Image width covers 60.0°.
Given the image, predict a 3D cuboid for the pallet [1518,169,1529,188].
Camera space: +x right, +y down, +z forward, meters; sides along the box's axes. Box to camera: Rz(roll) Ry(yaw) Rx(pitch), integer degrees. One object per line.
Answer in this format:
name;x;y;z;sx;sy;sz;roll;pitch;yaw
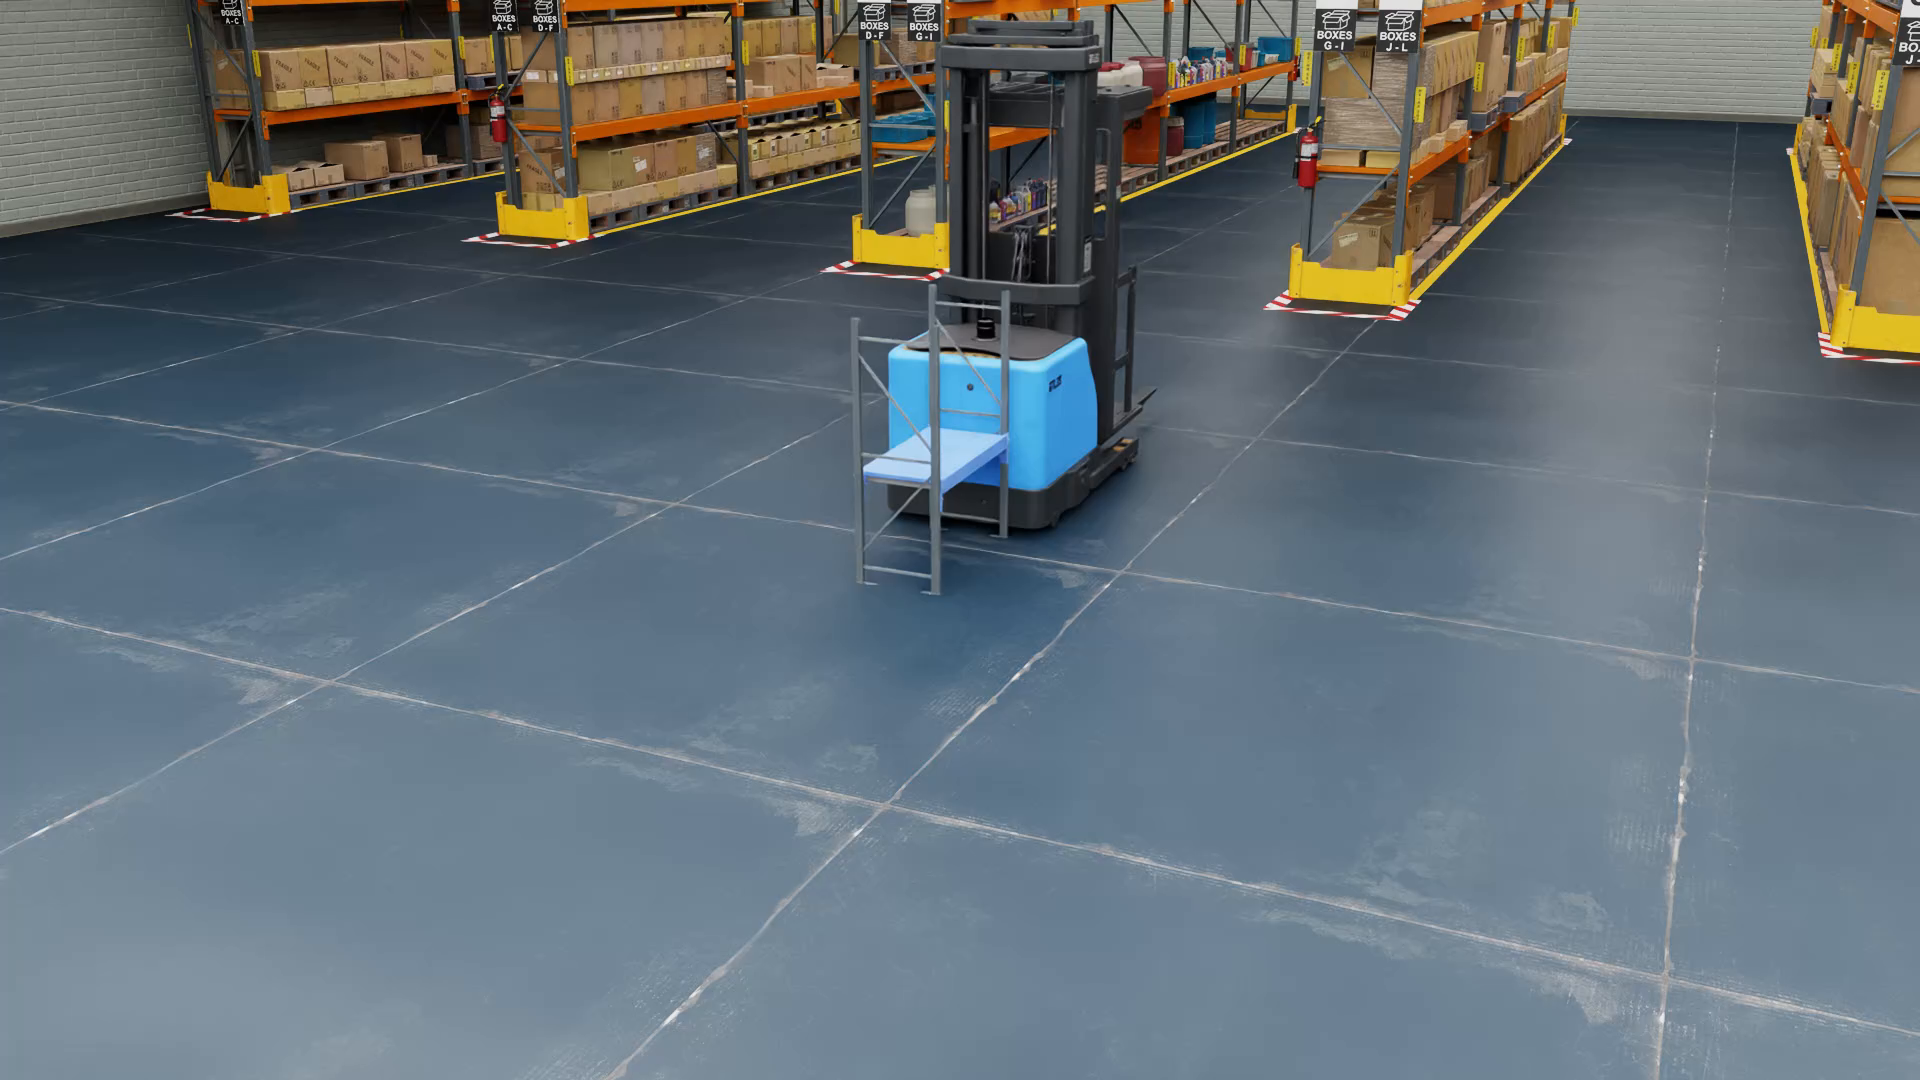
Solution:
pallet;8.069;-5.568;25.310;1.003;0.211;1.213;9;21;23

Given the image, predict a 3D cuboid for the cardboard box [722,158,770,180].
cardboard box;-3.107;-5.409;24.178;0.500;0.250;0.500;8;21;21

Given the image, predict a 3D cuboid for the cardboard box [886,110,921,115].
cardboard box;-0.993;-7.083;28.482;0.500;0.500;0.500;8;21;22

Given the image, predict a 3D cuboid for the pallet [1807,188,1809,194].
pallet;12.482;-4.865;23.332;1.003;0.211;1.213;9;21;23

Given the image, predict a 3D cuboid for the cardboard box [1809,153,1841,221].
cardboard box;10.974;-4.265;20.214;1.050;0.750;0.750;9;21;24

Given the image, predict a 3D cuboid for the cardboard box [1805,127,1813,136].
cardboard box;13.673;-6.479;26.451;0.380;0.149;0.250;8;21;21

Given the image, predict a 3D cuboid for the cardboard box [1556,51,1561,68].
cardboard box;9.870;-8.140;28.160;0.500;0.250;0.500;9;21;23

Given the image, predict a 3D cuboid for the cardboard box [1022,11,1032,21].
cardboard box;1.071;-10.116;32.296;0.500;0.500;0.500;9;22;24

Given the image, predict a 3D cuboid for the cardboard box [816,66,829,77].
cardboard box;-2.403;-7.351;26.296;0.500;0.311;0.500;8;21;22

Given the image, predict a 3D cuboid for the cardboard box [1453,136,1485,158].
cardboard box;6.721;-5.290;22.322;0.500;0.250;0.500;11;22;29

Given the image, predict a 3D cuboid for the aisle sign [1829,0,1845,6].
aisle sign;14.692;-9.302;27.769;0.394;0.787;0.004;9;21;23

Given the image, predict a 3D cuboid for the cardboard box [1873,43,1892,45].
cardboard box;10.844;-5.482;19.266;0.700;0.500;0.500;8;21;22

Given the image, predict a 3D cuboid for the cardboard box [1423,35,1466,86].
cardboard box;5.196;-5.234;18.125;0.500;0.500;0.500;9;21;23

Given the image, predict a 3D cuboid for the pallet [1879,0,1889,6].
pallet;9.176;-5.097;15.479;1.003;0.211;1.213;9;21;23

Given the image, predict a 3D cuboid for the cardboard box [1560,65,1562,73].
cardboard box;10.190;-8.140;28.757;0.380;0.149;0.250;8;21;21

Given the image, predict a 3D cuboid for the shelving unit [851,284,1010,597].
shelving unit;-0.144;-0.590;9.390;0.538;1.500;1.048;8;21;21

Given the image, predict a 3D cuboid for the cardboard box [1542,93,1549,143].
cardboard box;9.158;-6.890;27.410;0.875;0.875;0.875;9;21;23

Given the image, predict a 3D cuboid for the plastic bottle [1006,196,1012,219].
plastic bottle;0.590;-4.082;20.386;0.097;0.271;0.097;0;20;0

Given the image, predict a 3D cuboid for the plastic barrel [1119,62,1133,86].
plastic barrel;2.259;-6.539;23.713;0.421;0.512;0.421;0;20;0

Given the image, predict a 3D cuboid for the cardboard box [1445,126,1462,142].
cardboard box;5.450;-4.597;18.794;0.380;0.149;0.250;9;21;23

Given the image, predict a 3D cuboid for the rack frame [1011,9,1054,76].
rack frame;1.416;-10.086;33.852;1.000;3.000;0.127;9;21;23

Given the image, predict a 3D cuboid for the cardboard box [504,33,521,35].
cardboard box;-7.054;-8.044;27.305;0.700;0.500;0.500;9;21;23

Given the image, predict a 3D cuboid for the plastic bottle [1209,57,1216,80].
plastic bottle;4.142;-7.776;27.432;0.144;0.351;0.185;9;21;23

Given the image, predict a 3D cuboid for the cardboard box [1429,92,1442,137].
cardboard box;4.705;-4.653;17.983;0.875;0.500;0.500;9;21;23

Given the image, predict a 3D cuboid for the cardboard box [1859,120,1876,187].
cardboard box;8.700;-3.484;15.065;0.875;0.550;0.550;9;21;23

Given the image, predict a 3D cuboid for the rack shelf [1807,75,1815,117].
rack shelf;14.117;-7.063;26.427;1.077;0.370;4.000;9;21;23

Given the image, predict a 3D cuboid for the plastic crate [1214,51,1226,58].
plastic crate;4.870;-8.830;30.480;0.416;0.233;0.300;9;21;23

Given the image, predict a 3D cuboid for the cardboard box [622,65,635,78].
cardboard box;-4.357;-5.953;21.115;0.380;0.149;0.250;8;21;21

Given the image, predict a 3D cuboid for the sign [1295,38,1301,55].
sign;6.442;-9.411;31.712;0.100;0.325;0.005;9;21;23

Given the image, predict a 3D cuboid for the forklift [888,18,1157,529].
forklift;0.588;-1.903;10.945;1.130;2.935;3.031;8;21;21

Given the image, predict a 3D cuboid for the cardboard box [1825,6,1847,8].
cardboard box;14.309;-8.416;27.072;0.500;0.500;0.500;9;22;24

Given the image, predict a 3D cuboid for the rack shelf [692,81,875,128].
rack shelf;-2.679;-6.690;25.376;1.077;0.370;4.000;9;21;23

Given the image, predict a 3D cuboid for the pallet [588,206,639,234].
pallet;-4.861;-4.120;21.239;1.003;0.211;1.213;9;21;23

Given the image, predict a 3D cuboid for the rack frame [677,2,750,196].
rack frame;-3.498;-6.417;23.537;1.000;3.000;0.127;9;21;23

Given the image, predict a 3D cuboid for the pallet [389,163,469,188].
pallet;-8.261;-5.572;25.321;1.003;0.211;1.213;9;21;23

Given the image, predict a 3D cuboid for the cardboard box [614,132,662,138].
cardboard box;-4.383;-5.268;22.664;0.500;0.500;0.500;9;21;23

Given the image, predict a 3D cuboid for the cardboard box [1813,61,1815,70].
cardboard box;12.717;-6.953;24.348;0.380;0.149;0.250;9;21;24

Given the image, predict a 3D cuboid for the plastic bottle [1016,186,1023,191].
plastic bottle;0.795;-4.378;21.211;0.152;0.276;0.135;9;21;23

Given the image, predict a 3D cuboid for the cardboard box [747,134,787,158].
cardboard box;-2.892;-5.828;24.520;0.500;0.311;0.500;8;21;22

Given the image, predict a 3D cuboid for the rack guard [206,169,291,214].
rack guard;-9.626;-4.719;22.491;1.175;0.500;0.348;9;21;23

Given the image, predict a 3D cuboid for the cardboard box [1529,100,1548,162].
cardboard box;8.570;-6.501;26.316;1.225;0.875;0.875;9;21;23

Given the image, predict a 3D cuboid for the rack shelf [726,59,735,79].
rack shelf;-5.562;-8.591;30.723;1.077;0.370;4.000;9;21;23

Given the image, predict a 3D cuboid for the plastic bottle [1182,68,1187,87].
plastic bottle;3.510;-7.239;26.021;0.061;0.283;0.133;9;21;23

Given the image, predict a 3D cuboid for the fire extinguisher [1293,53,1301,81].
fire extinguisher;6.410;-9.176;31.967;0.296;0.674;0.183;9;21;23

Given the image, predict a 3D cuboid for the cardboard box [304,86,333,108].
cardboard box;-8.968;-6.078;22.777;0.500;0.250;0.500;8;21;21

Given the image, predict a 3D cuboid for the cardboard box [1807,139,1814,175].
cardboard box;12.753;-5.622;24.403;0.500;0.500;0.500;9;22;25

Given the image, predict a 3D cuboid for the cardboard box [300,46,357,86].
cardboard box;-8.758;-6.577;23.060;0.500;0.500;0.500;8;21;21

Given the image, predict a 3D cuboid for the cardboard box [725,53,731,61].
cardboard box;-4.623;-9.290;31.960;0.380;0.149;0.250;9;21;23

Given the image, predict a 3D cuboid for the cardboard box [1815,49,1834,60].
cardboard box;12.717;-7.093;24.298;0.380;0.149;0.250;10;22;25

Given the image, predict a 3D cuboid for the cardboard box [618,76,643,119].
cardboard box;-4.514;-5.695;21.356;0.700;0.500;0.500;9;21;23

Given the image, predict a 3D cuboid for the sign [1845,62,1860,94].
sign;9.523;-4.925;17.731;0.100;0.325;0.005;9;21;23

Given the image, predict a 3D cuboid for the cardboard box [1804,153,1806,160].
cardboard box;13.380;-5.970;25.906;0.380;0.149;0.250;8;21;21
